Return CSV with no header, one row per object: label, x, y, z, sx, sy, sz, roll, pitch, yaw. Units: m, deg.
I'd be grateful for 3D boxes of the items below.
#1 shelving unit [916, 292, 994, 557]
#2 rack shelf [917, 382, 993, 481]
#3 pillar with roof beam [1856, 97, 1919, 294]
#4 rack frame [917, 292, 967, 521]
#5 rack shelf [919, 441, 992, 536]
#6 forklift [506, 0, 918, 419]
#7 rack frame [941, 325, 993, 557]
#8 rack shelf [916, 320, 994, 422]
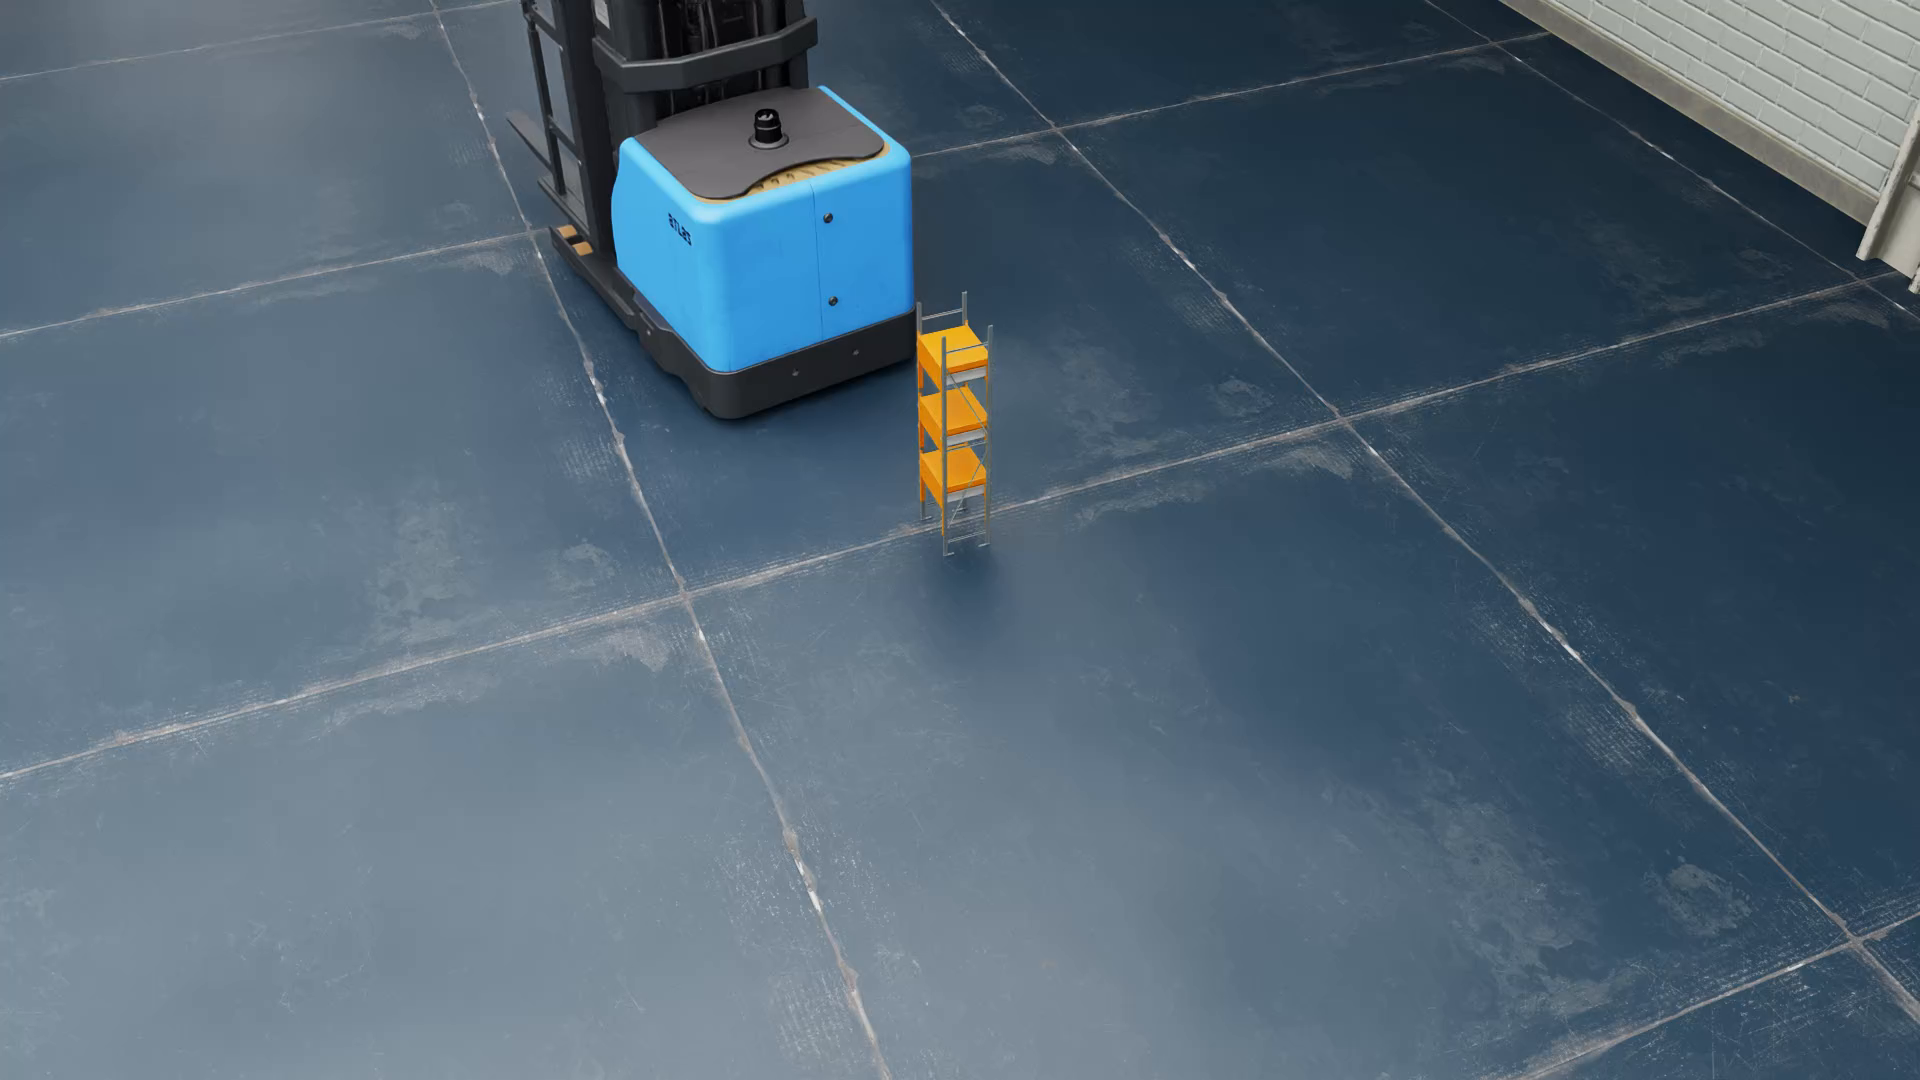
shelving unit,-0.020,-0.430,6.445,0.215,1.050,0.252,-15,43,-17
rack shelf,-0.020,-0.422,6.452,0.215,0.259,0.240,-15,43,-17
pillar with roof beam,0.777,-3.701,4.152,9.100,9.000,0.400,-15,43,-17
rack frame,-0.067,-0.504,6.531,0.200,1.050,0.008,-15,43,-17
rack shelf,-0.020,-0.212,6.633,0.215,0.259,0.240,-15,43,-17
forklift,-1.404,-2.574,7.496,1.130,2.935,3.031,-22,46,-24
rack frame,0.026,-0.357,6.360,0.200,1.050,0.008,-15,43,-17
rack shelf,-0.020,-0.637,6.267,0.215,0.259,0.240,-15,43,-17
